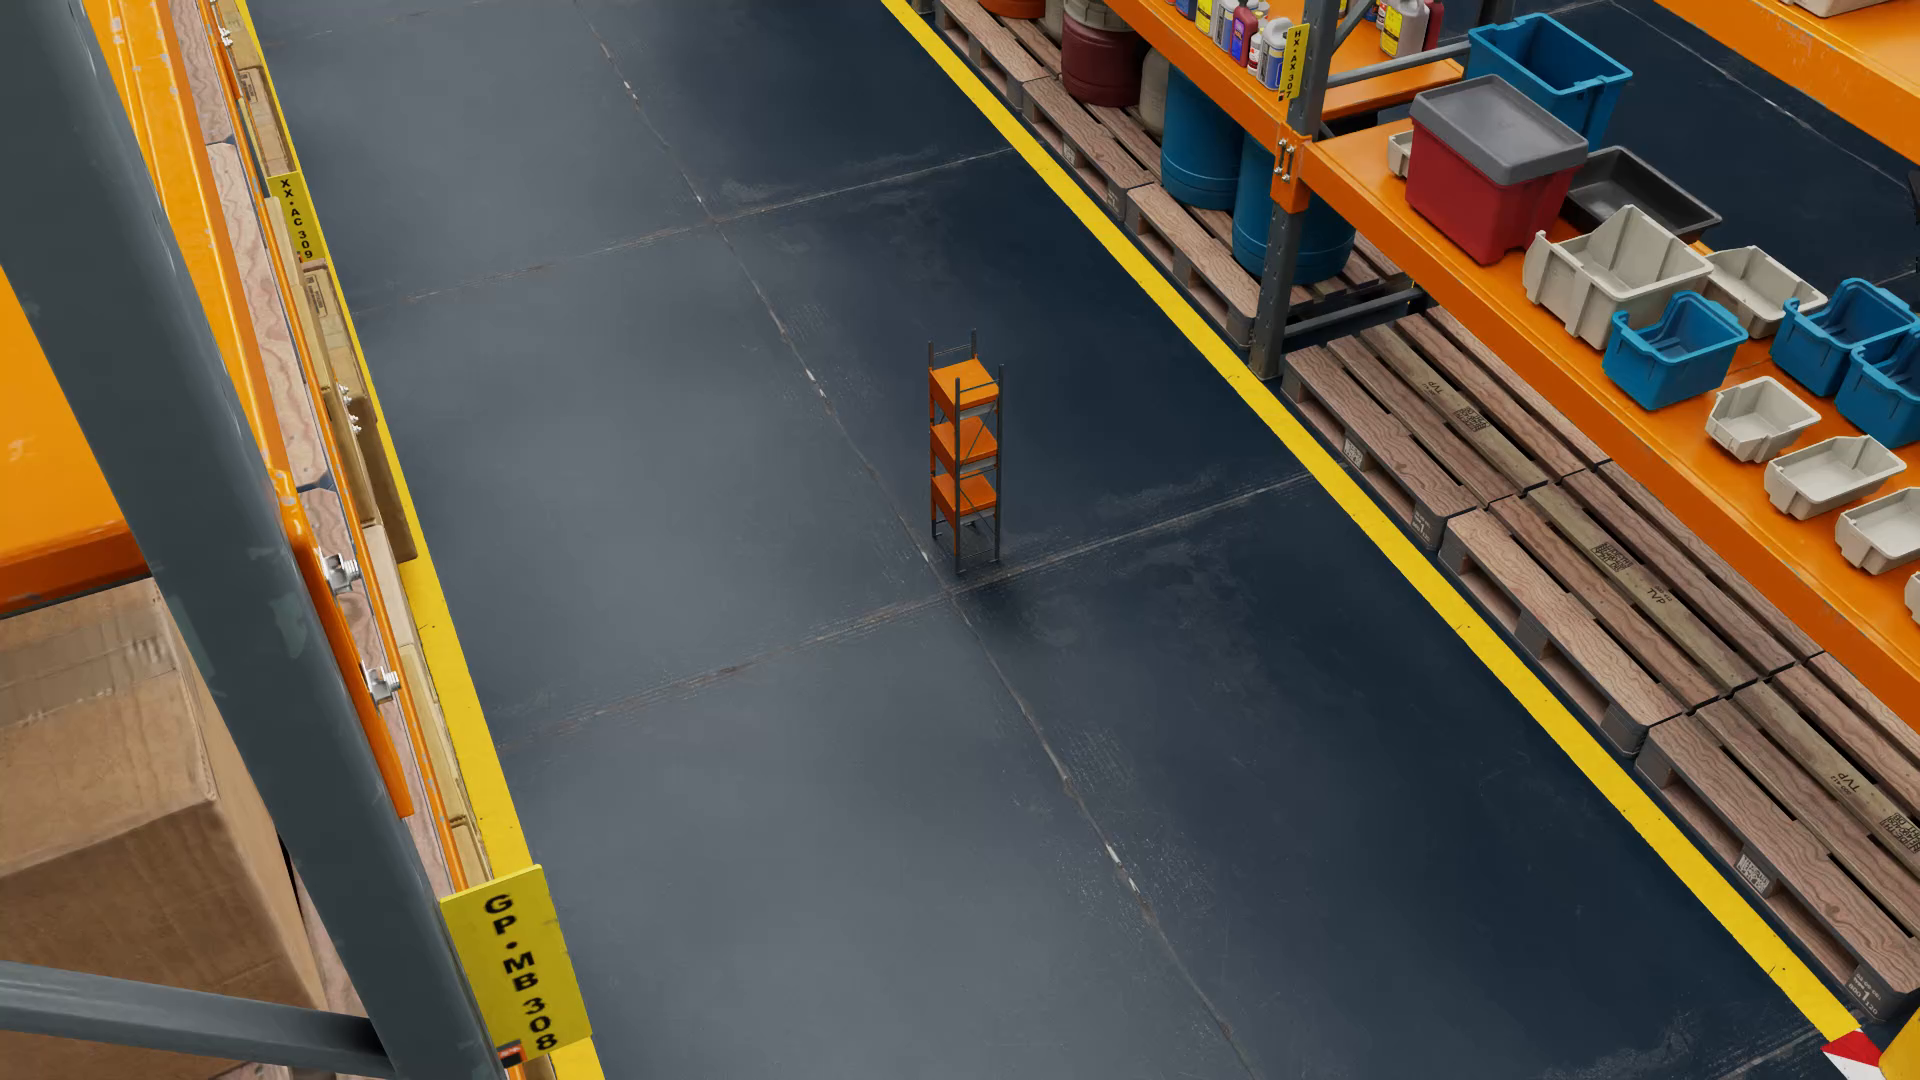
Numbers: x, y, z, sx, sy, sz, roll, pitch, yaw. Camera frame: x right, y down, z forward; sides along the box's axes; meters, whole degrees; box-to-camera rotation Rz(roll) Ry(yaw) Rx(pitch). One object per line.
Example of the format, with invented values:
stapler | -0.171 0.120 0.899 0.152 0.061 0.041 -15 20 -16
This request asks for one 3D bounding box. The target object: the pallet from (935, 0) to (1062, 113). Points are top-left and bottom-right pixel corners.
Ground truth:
pallet | 0.540 -3.064 10.074 1.003 0.211 1.213 -18 47 -17

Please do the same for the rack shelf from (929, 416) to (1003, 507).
rack shelf | 0.022 -0.332 6.723 0.215 0.259 0.240 -18 47 -17

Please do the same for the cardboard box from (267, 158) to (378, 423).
cardboard box | -3.305 -0.900 7.109 1.225 0.875 0.875 -20 48 -19

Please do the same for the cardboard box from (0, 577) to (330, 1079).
cardboard box | -1.226 0.410 1.991 0.700 0.500 0.500 -21 48 -20

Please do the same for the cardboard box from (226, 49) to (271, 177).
cardboard box | -3.030 -1.577 6.510 0.500 0.500 0.500 -19 48 -18

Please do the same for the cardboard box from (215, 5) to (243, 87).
cardboard box | -3.465 -2.229 7.171 0.500 0.500 0.500 -19 48 -19

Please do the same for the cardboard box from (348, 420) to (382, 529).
cardboard box | -1.997 -0.055 4.934 0.500 0.250 0.500 -17 47 -16

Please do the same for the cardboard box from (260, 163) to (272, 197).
cardboard box | -2.607 -0.938 5.863 0.500 0.500 0.500 -18 47 -17

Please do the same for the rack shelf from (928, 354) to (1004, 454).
rack shelf | 0.022 -0.534 6.524 0.215 0.259 0.240 -18 47 -17

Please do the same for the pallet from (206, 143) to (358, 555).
pallet | -1.797 -0.271 3.185 1.003 0.211 1.213 -18 47 -17

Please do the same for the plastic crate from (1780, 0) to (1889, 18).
plastic crate | 2.441 -1.666 4.724 0.437 0.136 0.530 -18 47 -17

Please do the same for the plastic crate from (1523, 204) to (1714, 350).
plastic crate | 2.328 -0.950 5.987 0.437 0.282 0.530 -18 47 -17

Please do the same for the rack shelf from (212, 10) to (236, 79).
rack shelf | -3.482 -2.622 6.017 1.077 0.370 4.000 -18 47 -17

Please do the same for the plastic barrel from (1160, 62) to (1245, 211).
plastic barrel | 1.342 -2.204 8.412 0.600 0.901 0.708 -18 47 -17

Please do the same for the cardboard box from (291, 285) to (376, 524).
cardboard box | -1.998 -0.320 4.669 0.500 0.500 0.500 -18 47 -17

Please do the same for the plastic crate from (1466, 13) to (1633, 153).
plastic crate | 2.359 -1.817 6.793 0.392 0.384 0.575 -18 47 -17

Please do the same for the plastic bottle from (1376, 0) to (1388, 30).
plastic bottle | 1.965 -2.440 7.598 0.097 0.201 0.097 0 45 0

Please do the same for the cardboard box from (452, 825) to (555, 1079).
cardboard box | -1.126 0.990 3.341 0.500 0.500 0.500 -19 48 -18

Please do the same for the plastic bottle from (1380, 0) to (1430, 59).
plastic bottle | 1.982 -2.326 7.376 0.144 0.351 0.185 -18 47 -17

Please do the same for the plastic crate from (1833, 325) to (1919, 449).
plastic crate | 3.176 -0.505 5.571 0.416 0.233 0.300 -18 47 -17

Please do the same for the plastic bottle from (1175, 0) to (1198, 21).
plastic bottle | 1.092 -2.588 7.641 0.144 0.351 0.185 -18 47 -17

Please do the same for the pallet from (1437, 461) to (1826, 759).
pallet | 2.714 0.230 6.735 1.003 0.211 1.213 -18 47 -17

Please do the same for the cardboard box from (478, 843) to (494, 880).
cardboard box | -1.352 0.961 4.188 0.380 0.149 0.250 -19 48 -18

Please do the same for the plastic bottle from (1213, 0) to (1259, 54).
plastic bottle | 1.240 -2.343 7.446 0.152 0.276 0.135 -18 47 -17

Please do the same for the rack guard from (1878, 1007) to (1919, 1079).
rack guard | 3.557 1.452 5.291 1.175 0.500 0.348 -18 47 -17

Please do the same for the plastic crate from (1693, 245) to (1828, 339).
plastic crate | 2.858 -0.905 6.045 0.293 0.136 0.466 -18 47 -17

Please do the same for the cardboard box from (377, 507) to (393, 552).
cardboard box | -1.999 -0.021 5.183 0.380 0.149 0.250 -19 48 -18

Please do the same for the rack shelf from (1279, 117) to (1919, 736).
rack shelf | 2.694 -0.468 5.969 1.077 0.370 4.000 -18 47 -17

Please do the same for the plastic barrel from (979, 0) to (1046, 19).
plastic barrel | 0.392 -3.617 9.895 0.600 0.830 0.708 -18 47 -17

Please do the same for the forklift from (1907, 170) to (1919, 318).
forklift | 5.050 -1.750 6.806 1.130 2.935 3.031 8 45 8

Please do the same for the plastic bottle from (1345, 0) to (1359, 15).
plastic bottle | 1.850 -2.595 7.701 0.152 0.276 0.135 -18 47 -17

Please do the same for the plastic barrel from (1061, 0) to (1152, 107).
plastic barrel | 0.867 -2.812 9.251 0.600 0.588 0.708 -18 47 -17

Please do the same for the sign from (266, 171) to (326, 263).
sign | -2.138 -1.037 5.361 0.100 0.325 0.005 -18 47 -17

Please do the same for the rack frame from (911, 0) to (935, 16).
rack frame | 0.171 -4.547 9.592 1.000 3.000 0.127 -18 47 -17

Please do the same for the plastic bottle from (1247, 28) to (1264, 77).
plastic bottle | 1.320 -2.149 7.303 0.097 0.201 0.097 0 45 0

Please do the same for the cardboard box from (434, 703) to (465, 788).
cardboard box | -1.569 0.633 4.521 0.380 0.149 0.250 -17 47 -17

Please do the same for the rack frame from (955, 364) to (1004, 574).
rack frame | 0.074 -0.262 6.637 0.200 1.050 0.008 -18 47 -17

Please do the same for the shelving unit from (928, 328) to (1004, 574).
shelving unit | 0.022 -0.340 6.716 0.215 1.050 0.252 -18 47 -17

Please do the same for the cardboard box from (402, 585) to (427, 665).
cardboard box | -1.782 0.307 4.851 0.380 0.149 0.250 -17 47 -17

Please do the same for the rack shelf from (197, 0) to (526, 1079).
rack shelf | -1.800 -0.073 3.433 1.077 0.370 4.000 -18 47 -17

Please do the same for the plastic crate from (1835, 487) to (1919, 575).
plastic crate | 2.919 -0.032 5.160 0.396 0.136 0.243 -18 47 -17

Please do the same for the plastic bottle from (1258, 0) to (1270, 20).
plastic bottle | 1.346 -2.365 7.521 0.097 0.201 0.097 0 45 0

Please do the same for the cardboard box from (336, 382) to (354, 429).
cardboard box | -2.215 -0.348 5.515 0.380 0.149 0.250 -18 47 -17

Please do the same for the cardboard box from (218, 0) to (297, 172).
cardboard box | -4.051 -2.032 8.256 1.225 0.875 0.875 -20 48 -19

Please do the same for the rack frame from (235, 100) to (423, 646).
rack frame | -2.641 -0.535 5.526 1.000 3.000 0.127 -18 47 -17

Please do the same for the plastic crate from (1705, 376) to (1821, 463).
plastic crate | 2.638 -0.385 5.519 0.298 0.136 0.250 -18 47 -17

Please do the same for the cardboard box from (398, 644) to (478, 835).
cardboard box | -1.573 0.594 4.276 0.500 0.250 0.500 -19 48 -18

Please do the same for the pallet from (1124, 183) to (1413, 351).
pallet | 1.566 -1.510 8.498 1.003 0.211 1.213 -18 47 -17
